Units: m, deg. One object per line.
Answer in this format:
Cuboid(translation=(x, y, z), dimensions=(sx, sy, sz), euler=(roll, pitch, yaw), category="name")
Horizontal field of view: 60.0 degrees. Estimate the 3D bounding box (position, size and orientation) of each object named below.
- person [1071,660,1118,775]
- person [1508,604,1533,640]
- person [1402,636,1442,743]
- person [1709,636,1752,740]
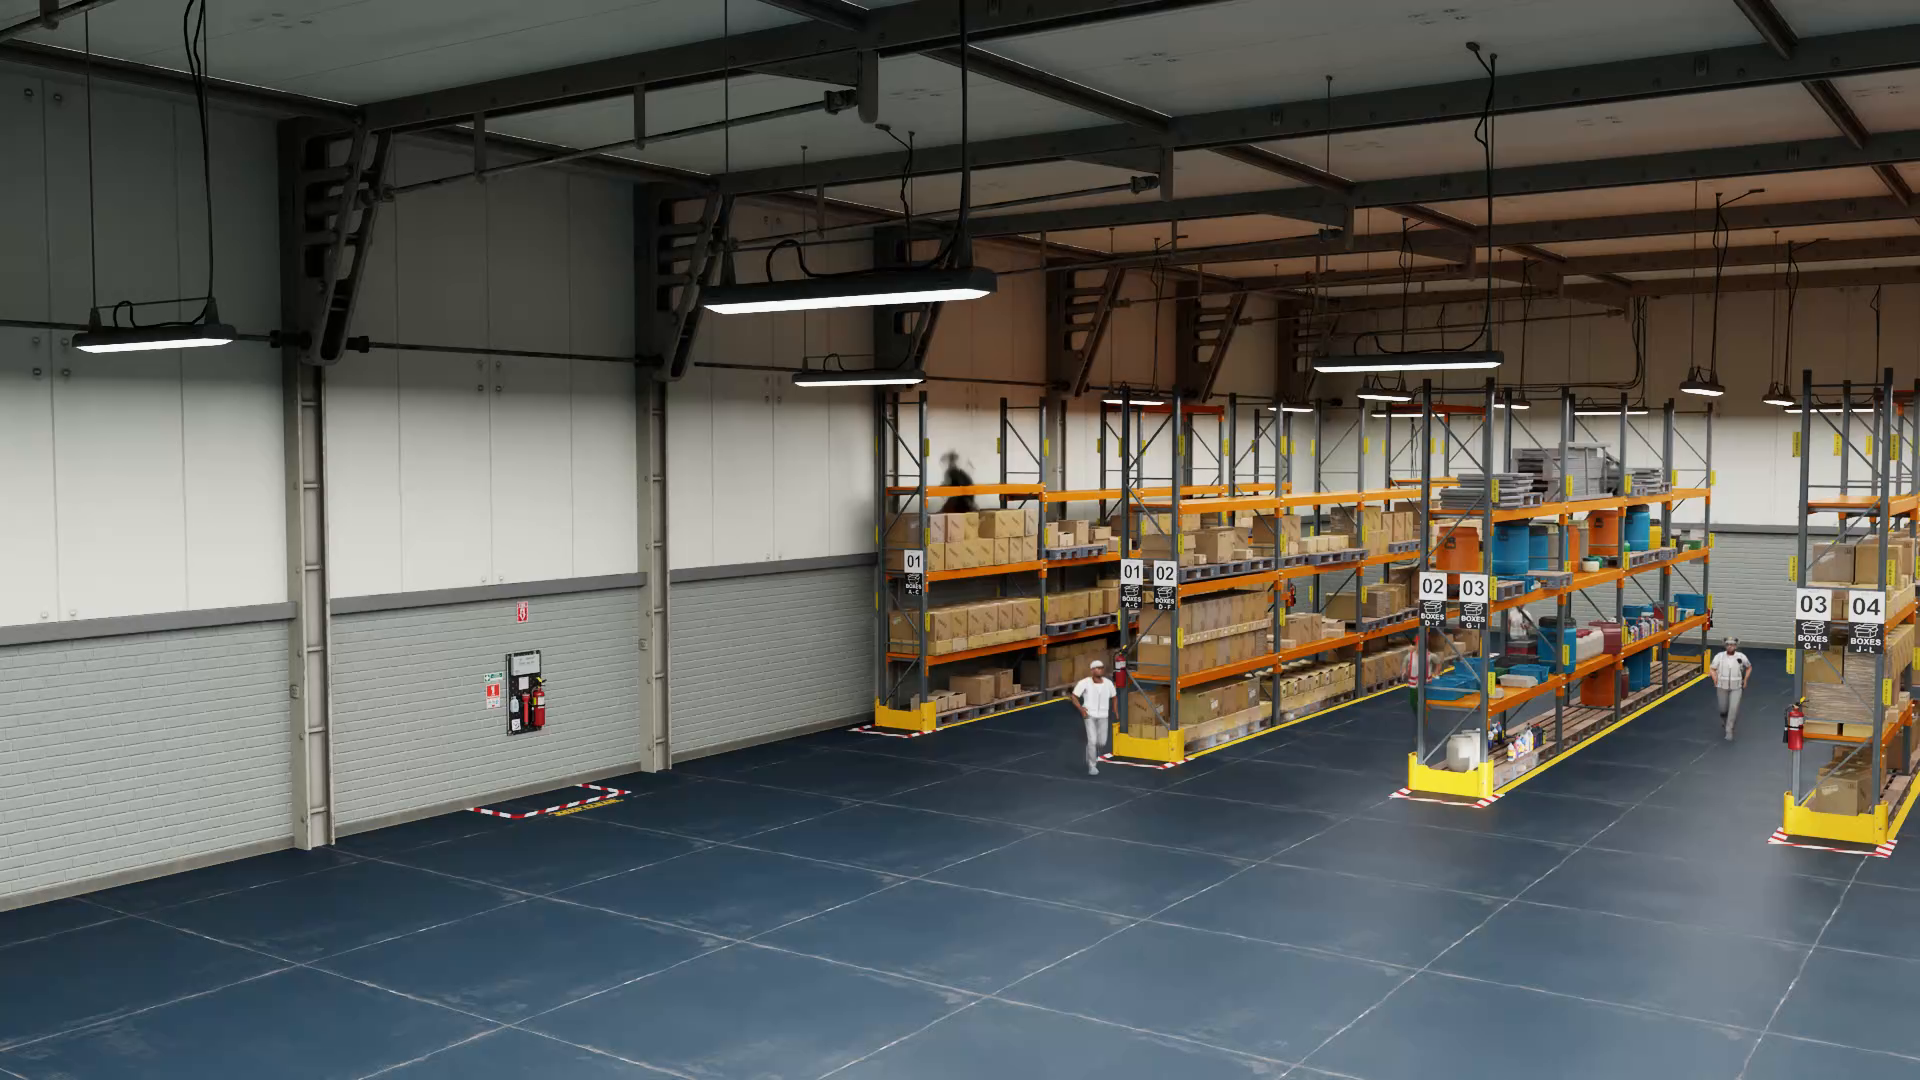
Cuboid(translation=(2.094, 2.729, 25.719), dimensions=(0.764, 1.734, 0.571), euler=(-1, 3, -14), category="person")
Cuboid(translation=(12.403, 2.114, 36.861), dimensions=(0.578, 1.669, 0.758), euler=(2, 4, 26), category="person")
Cuboid(translation=(7.891, 2.516, 28.478), dimensions=(0.634, 1.763, 0.984), euler=(2, 4, 30), category="person")
Cuboid(translation=(13.338, 2.545, 28.794), dimensions=(0.673, 1.771, 0.829), euler=(2, 4, 26), category="person")
